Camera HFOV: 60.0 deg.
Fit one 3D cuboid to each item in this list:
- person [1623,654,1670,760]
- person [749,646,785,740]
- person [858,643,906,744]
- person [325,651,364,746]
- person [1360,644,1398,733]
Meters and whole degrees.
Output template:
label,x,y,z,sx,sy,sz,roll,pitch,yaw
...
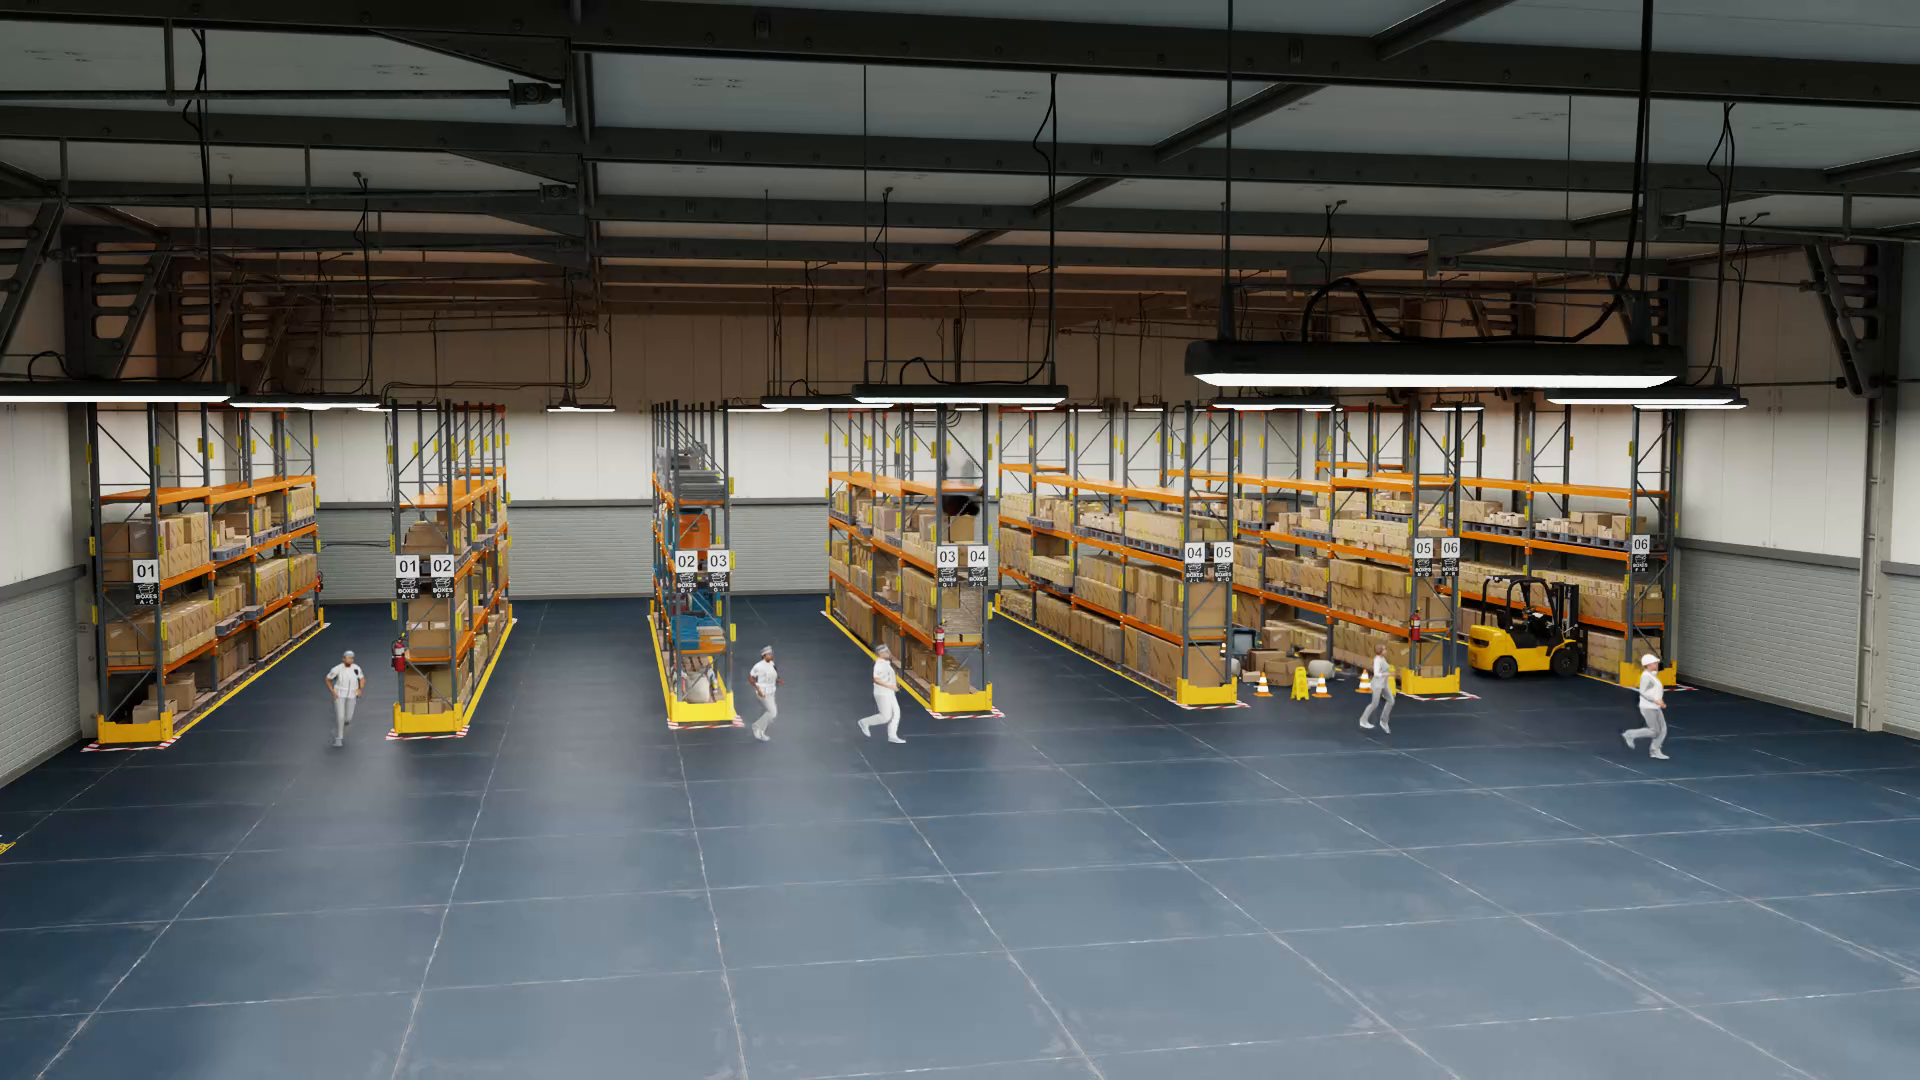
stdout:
label,x,y,z,sx,sy,sz,roll,pitch,yaw
person,11.460,2.775,27.704,0.733,1.744,0.624,3,5,32
person,-3.356,2.687,29.228,0.564,1.668,0.561,2,5,25
person,-1.352,2.675,28.966,0.825,1.762,0.664,1,4,9
person,-10.744,2.739,29.086,0.676,1.618,0.628,-3,5,-37
person,7.557,2.684,29.977,0.702,1.609,0.513,3,5,34
